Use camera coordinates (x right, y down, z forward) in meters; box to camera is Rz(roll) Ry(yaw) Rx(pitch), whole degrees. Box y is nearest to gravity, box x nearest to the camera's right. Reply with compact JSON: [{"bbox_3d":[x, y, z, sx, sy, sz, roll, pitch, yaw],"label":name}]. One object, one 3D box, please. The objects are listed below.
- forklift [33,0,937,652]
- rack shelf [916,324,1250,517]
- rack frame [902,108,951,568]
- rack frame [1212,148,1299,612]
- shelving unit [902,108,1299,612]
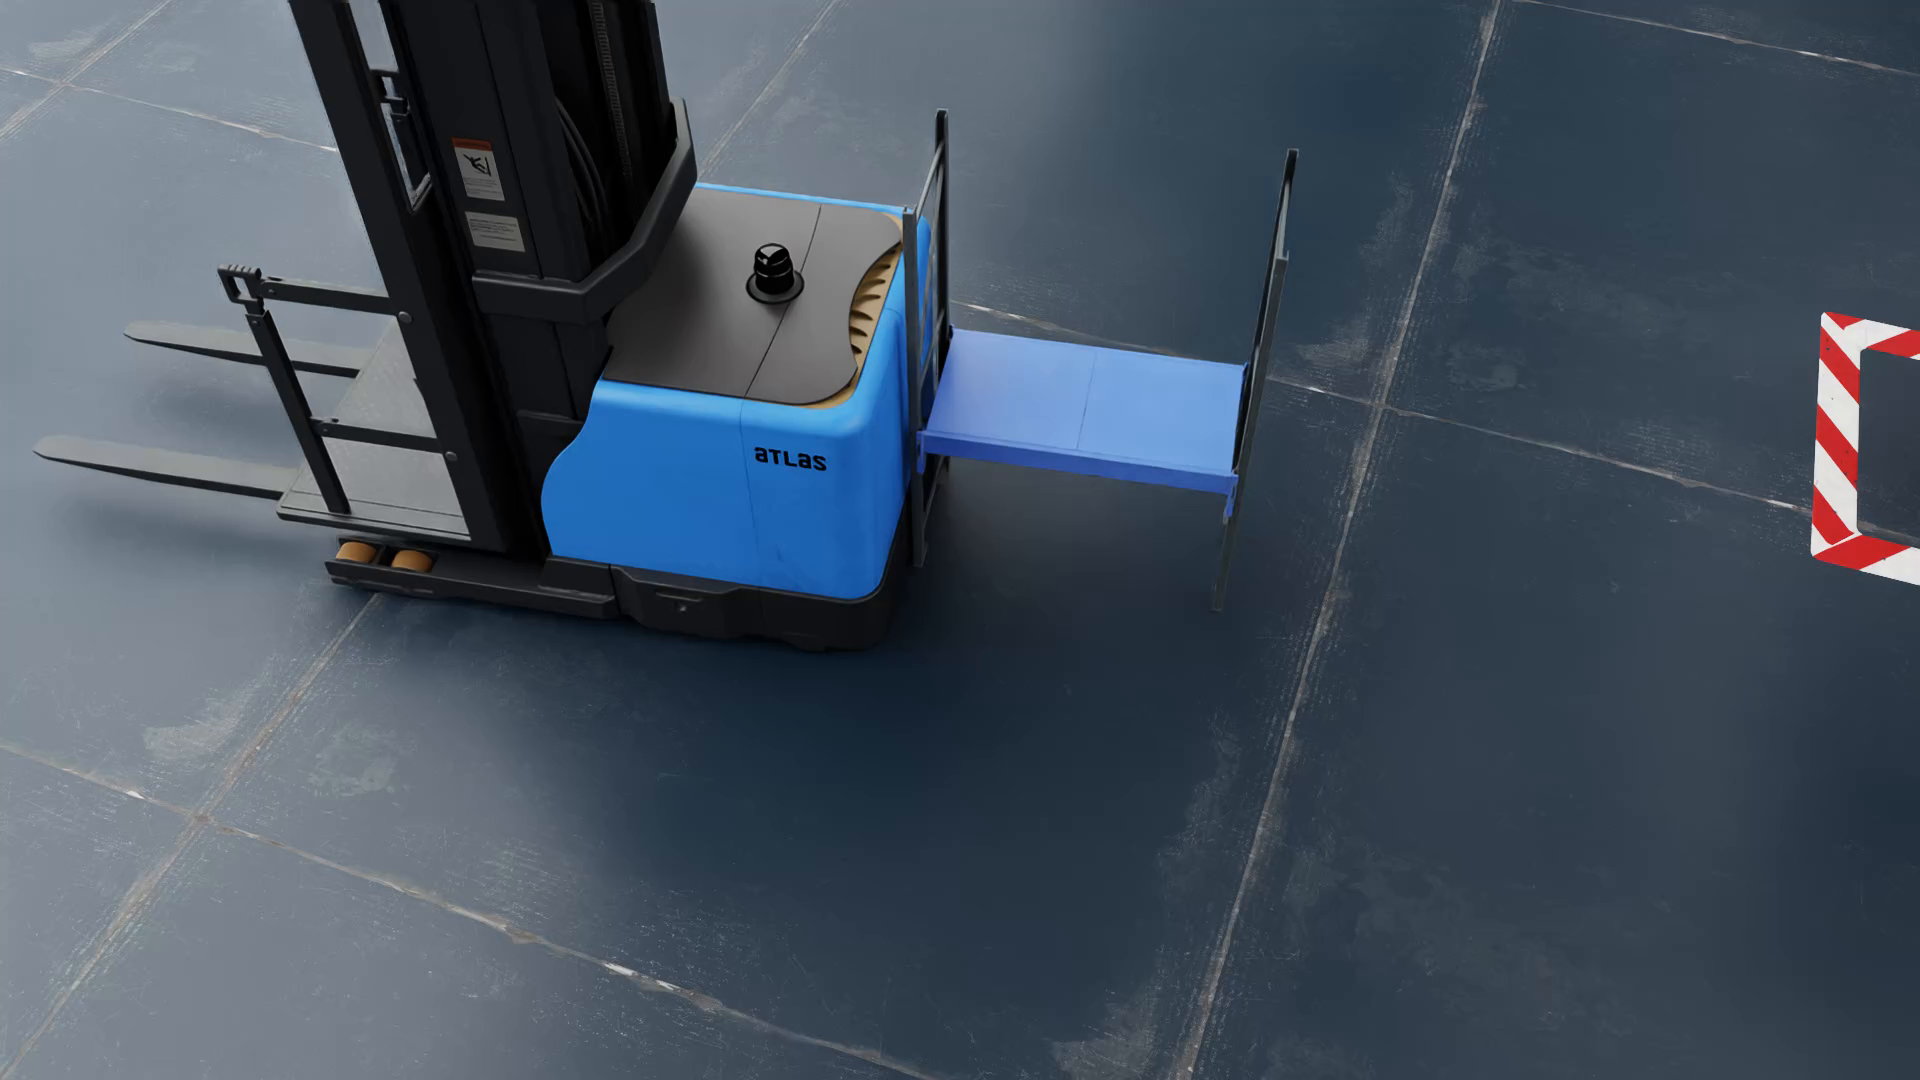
[{"bbox_3d":[-1.645,-1.152,4.809,3.031,2.935,1.130,8,50,7],"label":"forklift"},{"bbox_3d":[0.403,-0.393,5.336,1.000,0.185,0.538,8,50,7],"label":"rack shelf"},{"bbox_3d":[-0.096,-0.583,5.263,0.032,1.500,0.500,8,50,7],"label":"rack frame"},{"bbox_3d":[0.902,-0.438,5.137,0.032,1.500,0.500,8,50,7],"label":"rack frame"},{"bbox_3d":[0.403,-0.511,5.200,1.048,1.500,0.538,8,50,7],"label":"shelving unit"}]
